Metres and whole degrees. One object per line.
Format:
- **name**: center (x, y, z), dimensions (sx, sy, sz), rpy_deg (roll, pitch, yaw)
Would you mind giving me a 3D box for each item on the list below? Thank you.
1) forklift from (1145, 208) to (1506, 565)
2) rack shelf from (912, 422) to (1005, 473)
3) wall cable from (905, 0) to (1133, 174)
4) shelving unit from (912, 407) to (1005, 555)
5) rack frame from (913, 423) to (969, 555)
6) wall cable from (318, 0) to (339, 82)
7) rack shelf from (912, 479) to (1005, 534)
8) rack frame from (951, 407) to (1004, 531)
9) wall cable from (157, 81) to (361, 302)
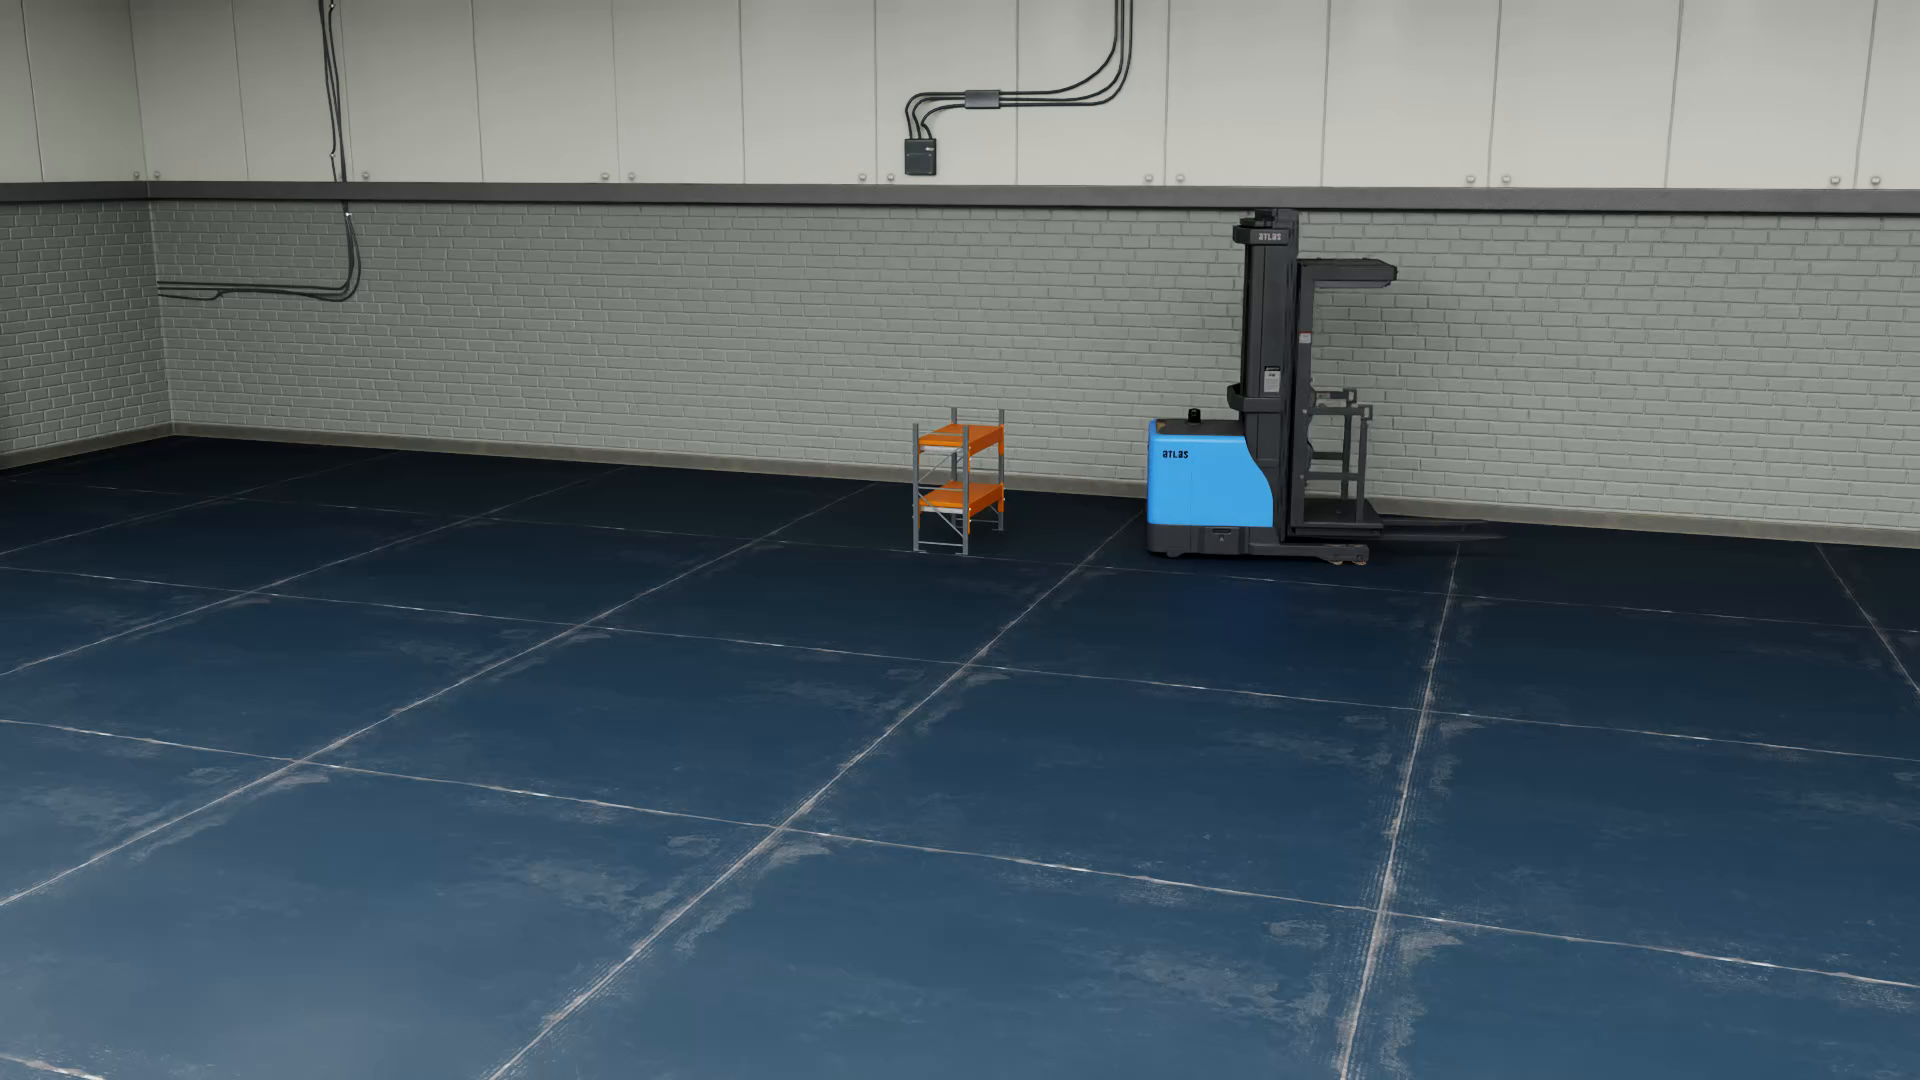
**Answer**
- **forklift**: center (3.147, -1.341, 14.275), dimensions (3.031, 2.935, 1.130), rpy_deg (1, 13, 6)
- **rack shelf**: center (-0.002, -0.832, 14.791), dimensions (0.538, 0.278, 1.000), rpy_deg (4, 14, 18)
- **wall cable**: center (0.542, -6.557, 15.852), dimensions (2.305, 6.003, 0.169), rpy_deg (4, 14, 18)
- **shelving unit**: center (-0.002, -0.547, 14.857), dimensions (0.538, 1.125, 1.048), rpy_deg (4, 14, 18)
- **rack frame**: center (-0.167, -0.440, 14.388), dimensions (0.500, 1.125, 0.032), rpy_deg (4, 14, 18)
- **wall cable**: center (-5.876, -6.340, 18.170), dimensions (3.097, 2.526, 0.112), rpy_deg (4, 14, 18)
- **rack shelf**: center (-0.002, -0.309, 14.911), dimensions (0.538, 0.278, 1.000), rpy_deg (4, 14, 18)
- **rack frame**: center (0.162, -0.654, 15.325), dimensions (0.500, 1.125, 0.032), rpy_deg (4, 14, 18)
- **wall cable**: center (-8.435, -4.072, 19.585), dimensions (3.097, 2.526, 0.112), rpy_deg (4, 14, 18)
